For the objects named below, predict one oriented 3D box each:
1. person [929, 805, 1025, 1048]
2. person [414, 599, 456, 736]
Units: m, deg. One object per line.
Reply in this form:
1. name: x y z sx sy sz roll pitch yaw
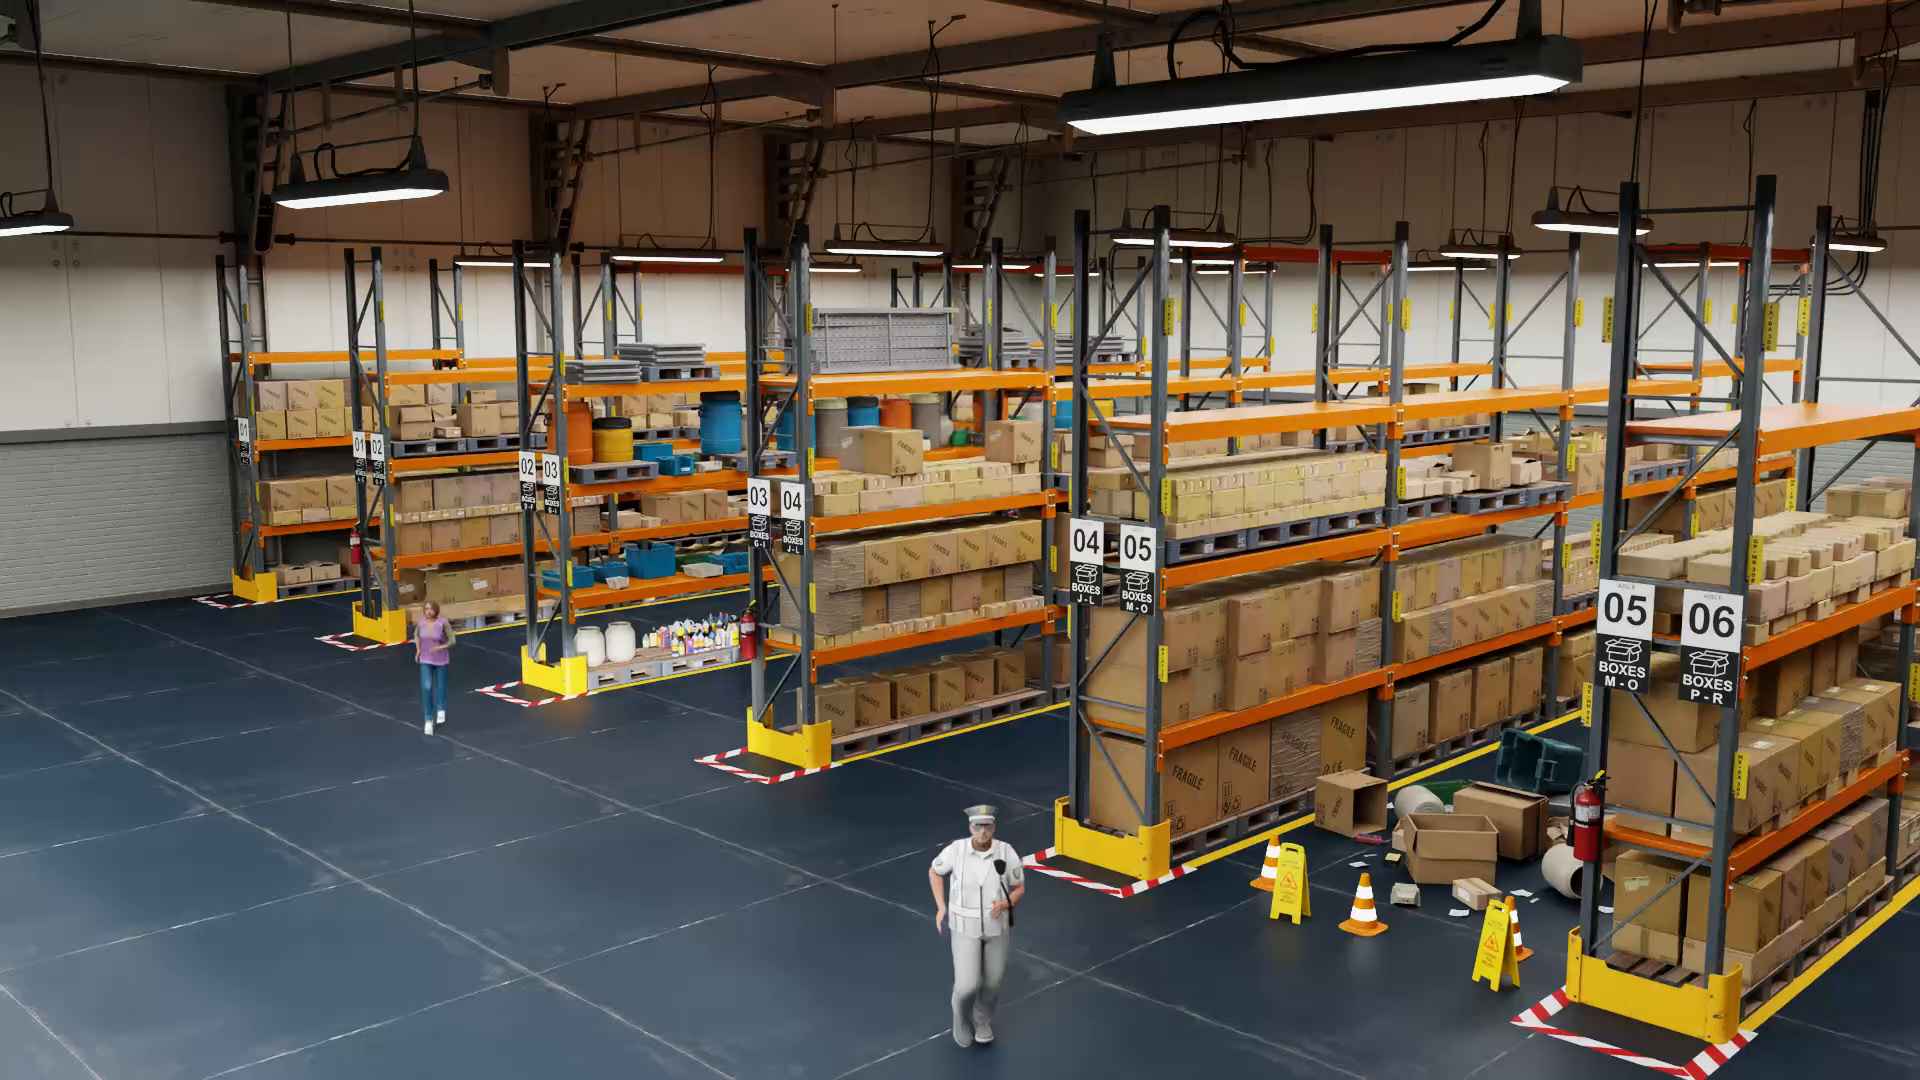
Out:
1. person: 0.137 2.680 11.477 0.643 1.757 0.657 -1 8 -8
2. person: -6.380 1.523 20.236 0.516 1.646 0.704 -1 8 -10
